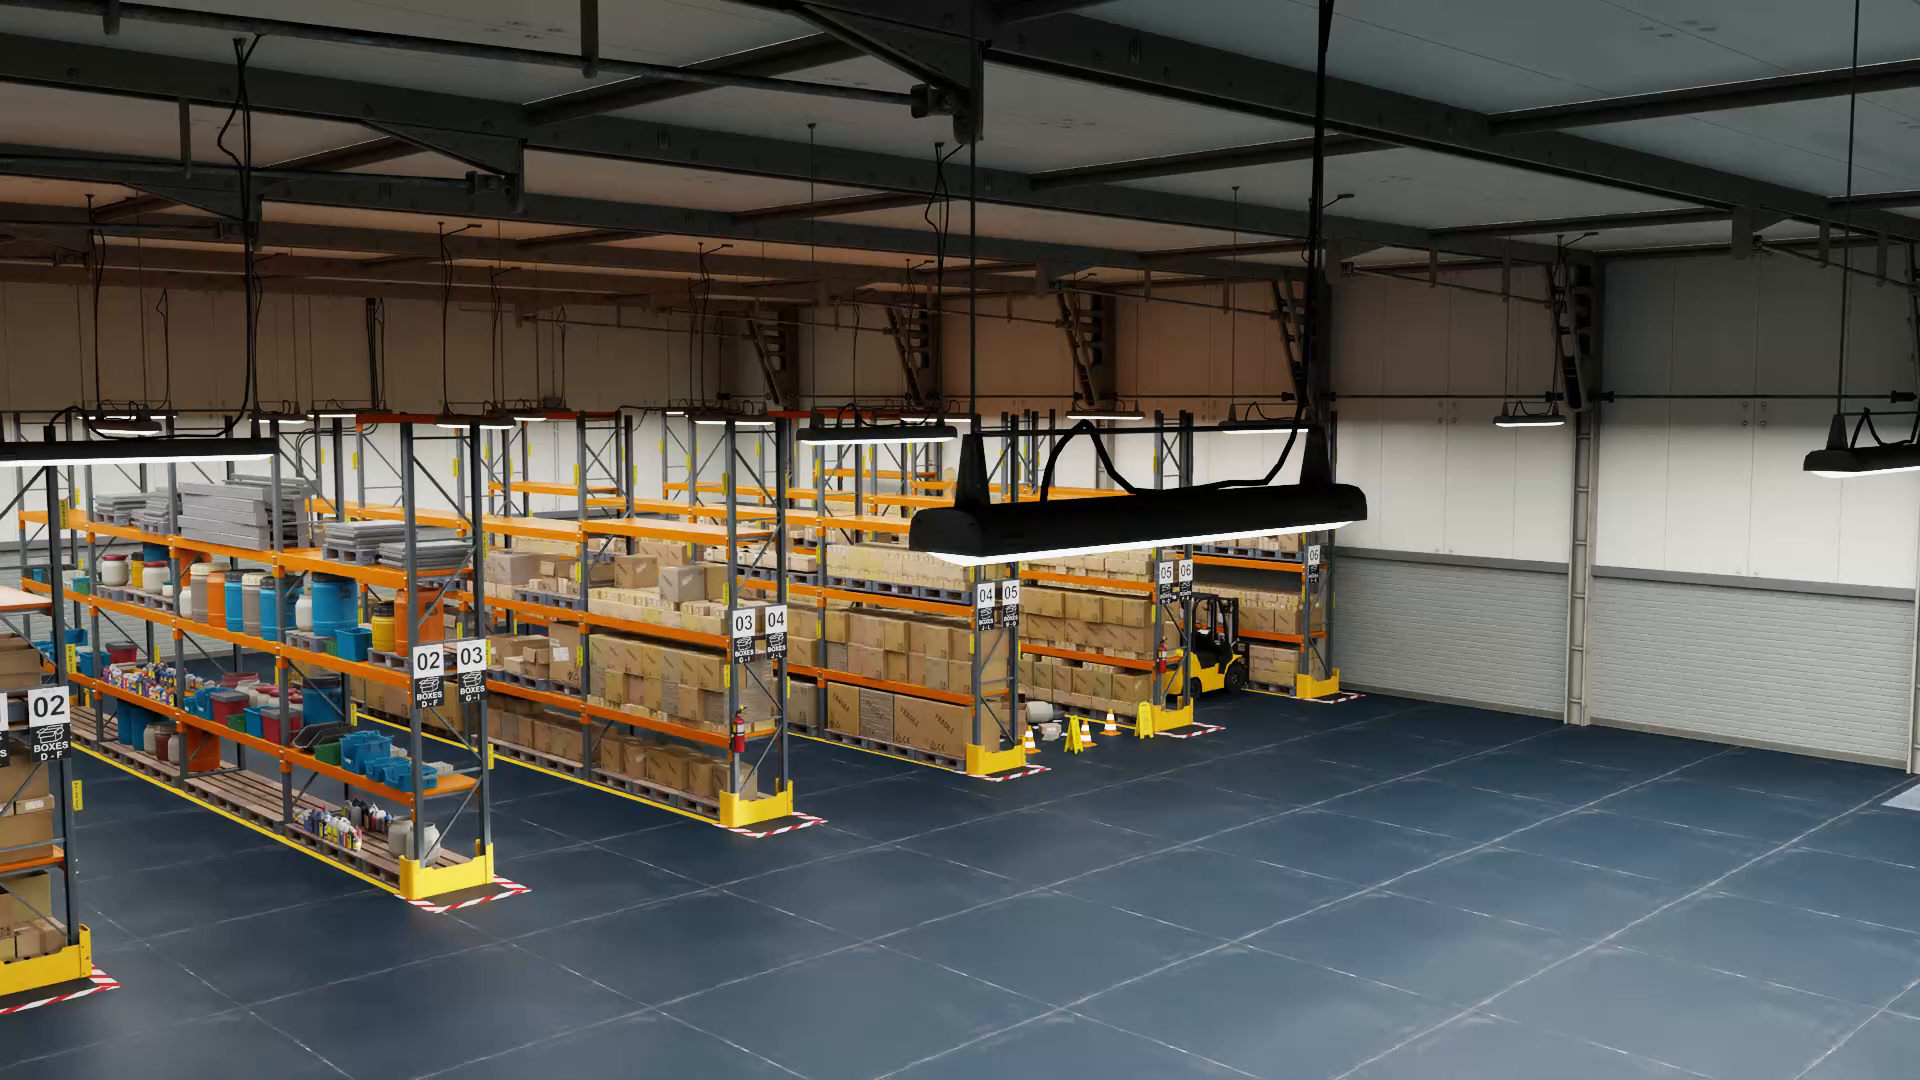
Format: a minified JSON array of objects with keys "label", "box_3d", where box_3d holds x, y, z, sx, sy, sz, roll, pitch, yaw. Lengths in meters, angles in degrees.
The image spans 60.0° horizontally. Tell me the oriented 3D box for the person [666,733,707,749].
[{"label":"person","box_3d":[-4.949,2.838,30.008,1.026,1.775,0.684,3,6,31]}]
